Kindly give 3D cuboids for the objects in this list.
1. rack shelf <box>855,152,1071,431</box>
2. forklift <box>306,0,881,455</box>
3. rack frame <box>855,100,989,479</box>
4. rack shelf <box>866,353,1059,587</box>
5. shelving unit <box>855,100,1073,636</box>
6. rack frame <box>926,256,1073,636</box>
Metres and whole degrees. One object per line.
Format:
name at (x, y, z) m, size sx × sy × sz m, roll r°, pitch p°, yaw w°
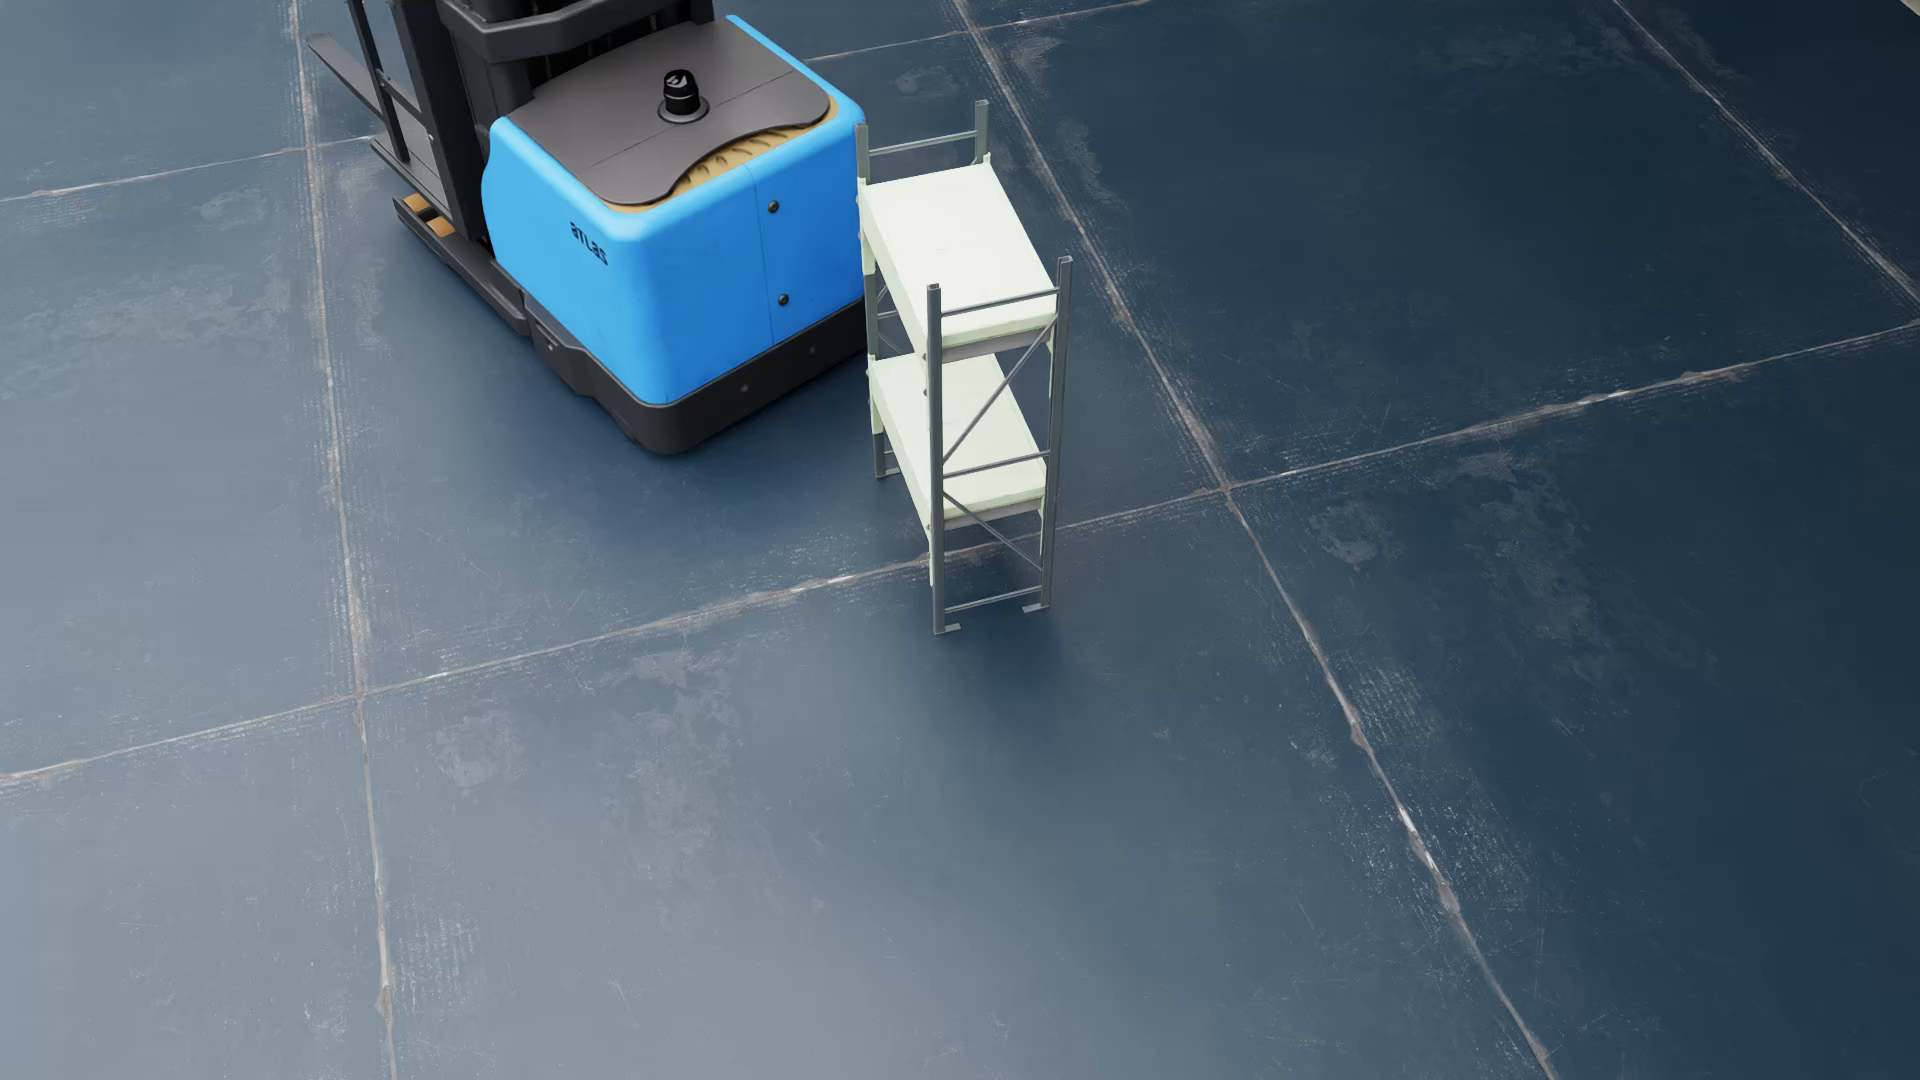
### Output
rack shelf at (-0.002, -0.740, 4.882) m, size 0.431 × 0.370 × 0.720 m, roll -13°, pitch 51°, yaw -11°
forklift at (-1.642, -2.306, 5.777) m, size 1.130 × 2.935 × 3.031 m, roll -33°, pitch 57°, yaw -25°
rack frame at (-0.110, -0.756, 5.406) m, size 0.400 × 1.500 × 0.023 m, roll -13°, pitch 51°, yaw -11°
rack shelf at (-0.002, -0.278, 5.430) m, size 0.431 × 0.370 × 0.720 m, roll -13°, pitch 51°, yaw -11°
shelving unit at (-0.002, -0.488, 5.181) m, size 0.431 × 1.500 × 0.755 m, roll -13°, pitch 51°, yaw -11°
rack frame at (0.106, -0.221, 4.955) m, size 0.400 × 1.500 × 0.023 m, roll -13°, pitch 51°, yaw -11°
